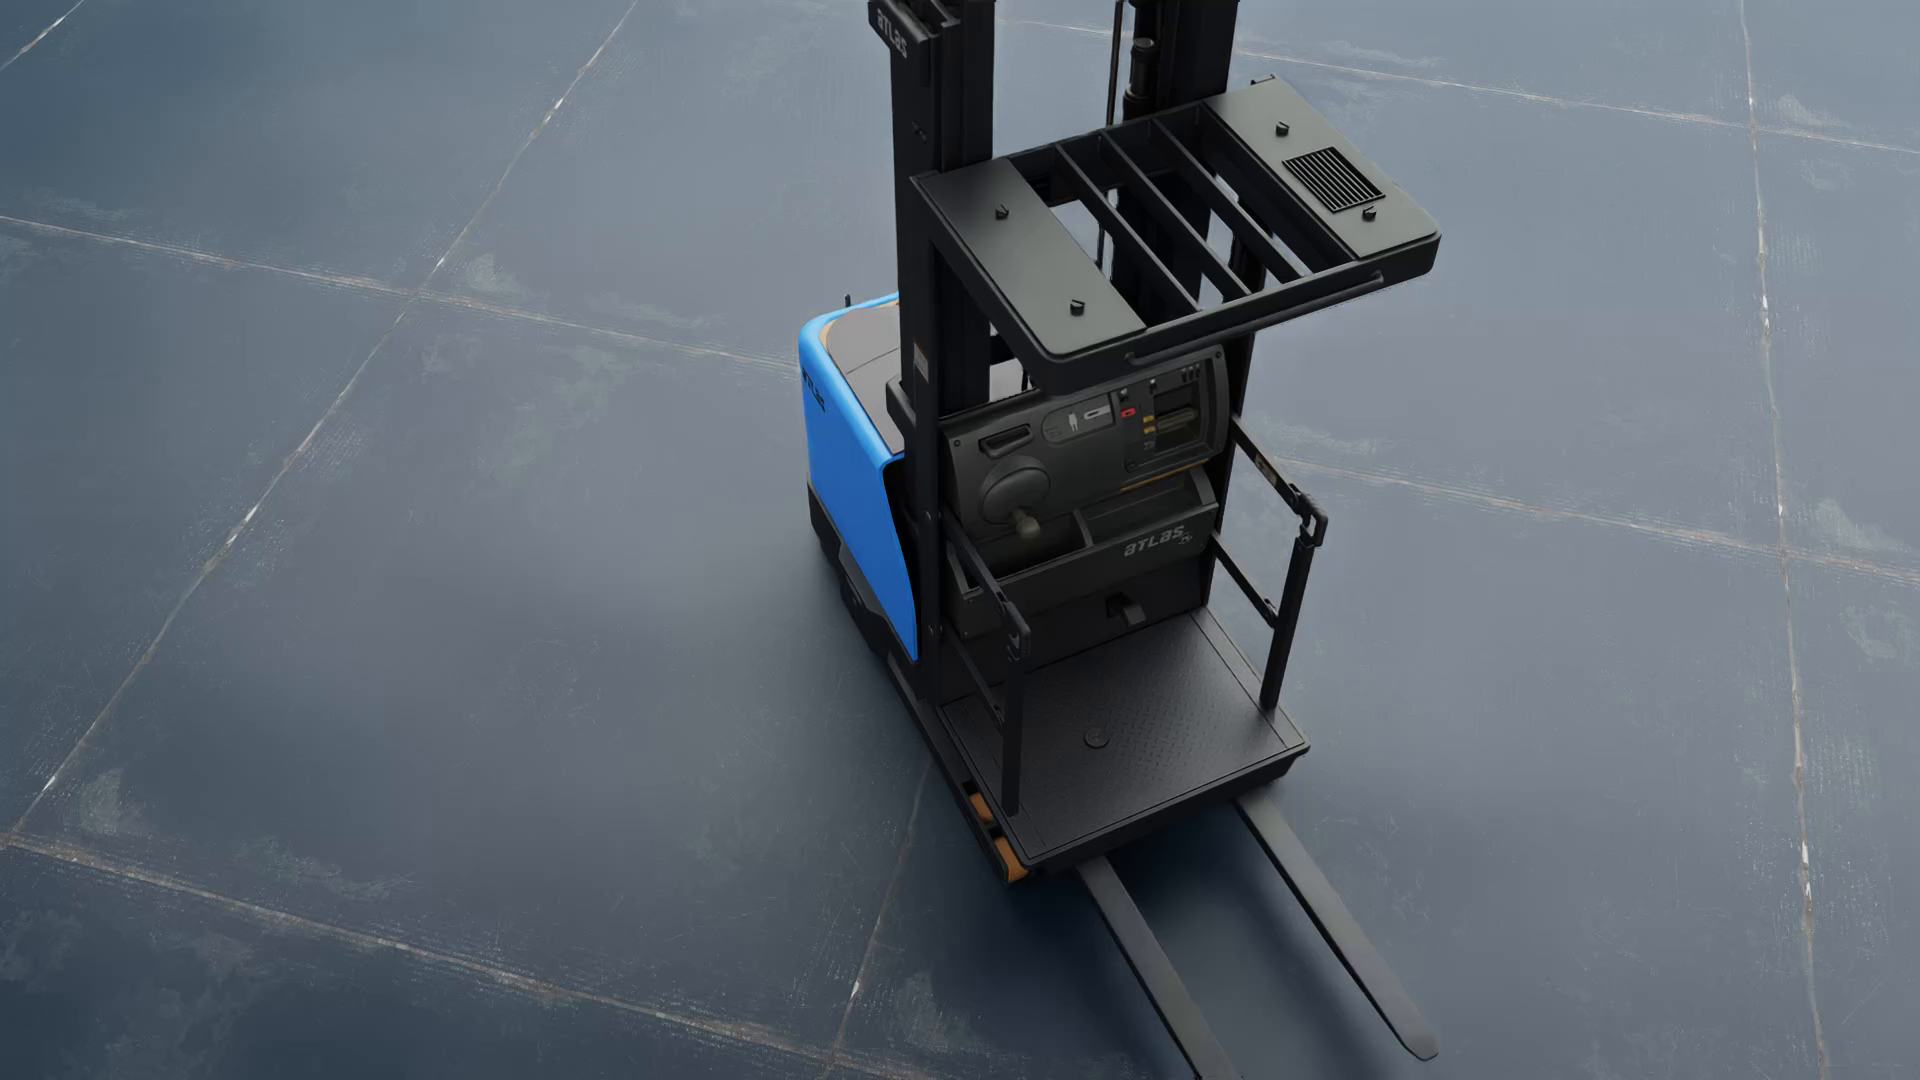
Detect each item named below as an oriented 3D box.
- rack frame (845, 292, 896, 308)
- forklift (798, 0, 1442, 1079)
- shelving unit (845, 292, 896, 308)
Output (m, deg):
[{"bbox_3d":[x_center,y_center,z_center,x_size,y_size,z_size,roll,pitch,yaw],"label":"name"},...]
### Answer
[{"bbox_3d":[-0.326,-0.663,6.654,0.240,0.900,0.006,-20,51,-17],"label":"rack frame"},{"bbox_3d":[0.493,-0.193,4.884,1.130,2.935,3.031,-20,51,-17],"label":"forklift"},{"bbox_3d":[-0.282,-0.595,6.593,0.258,0.900,0.210,-20,51,-17],"label":"shelving unit"}]
